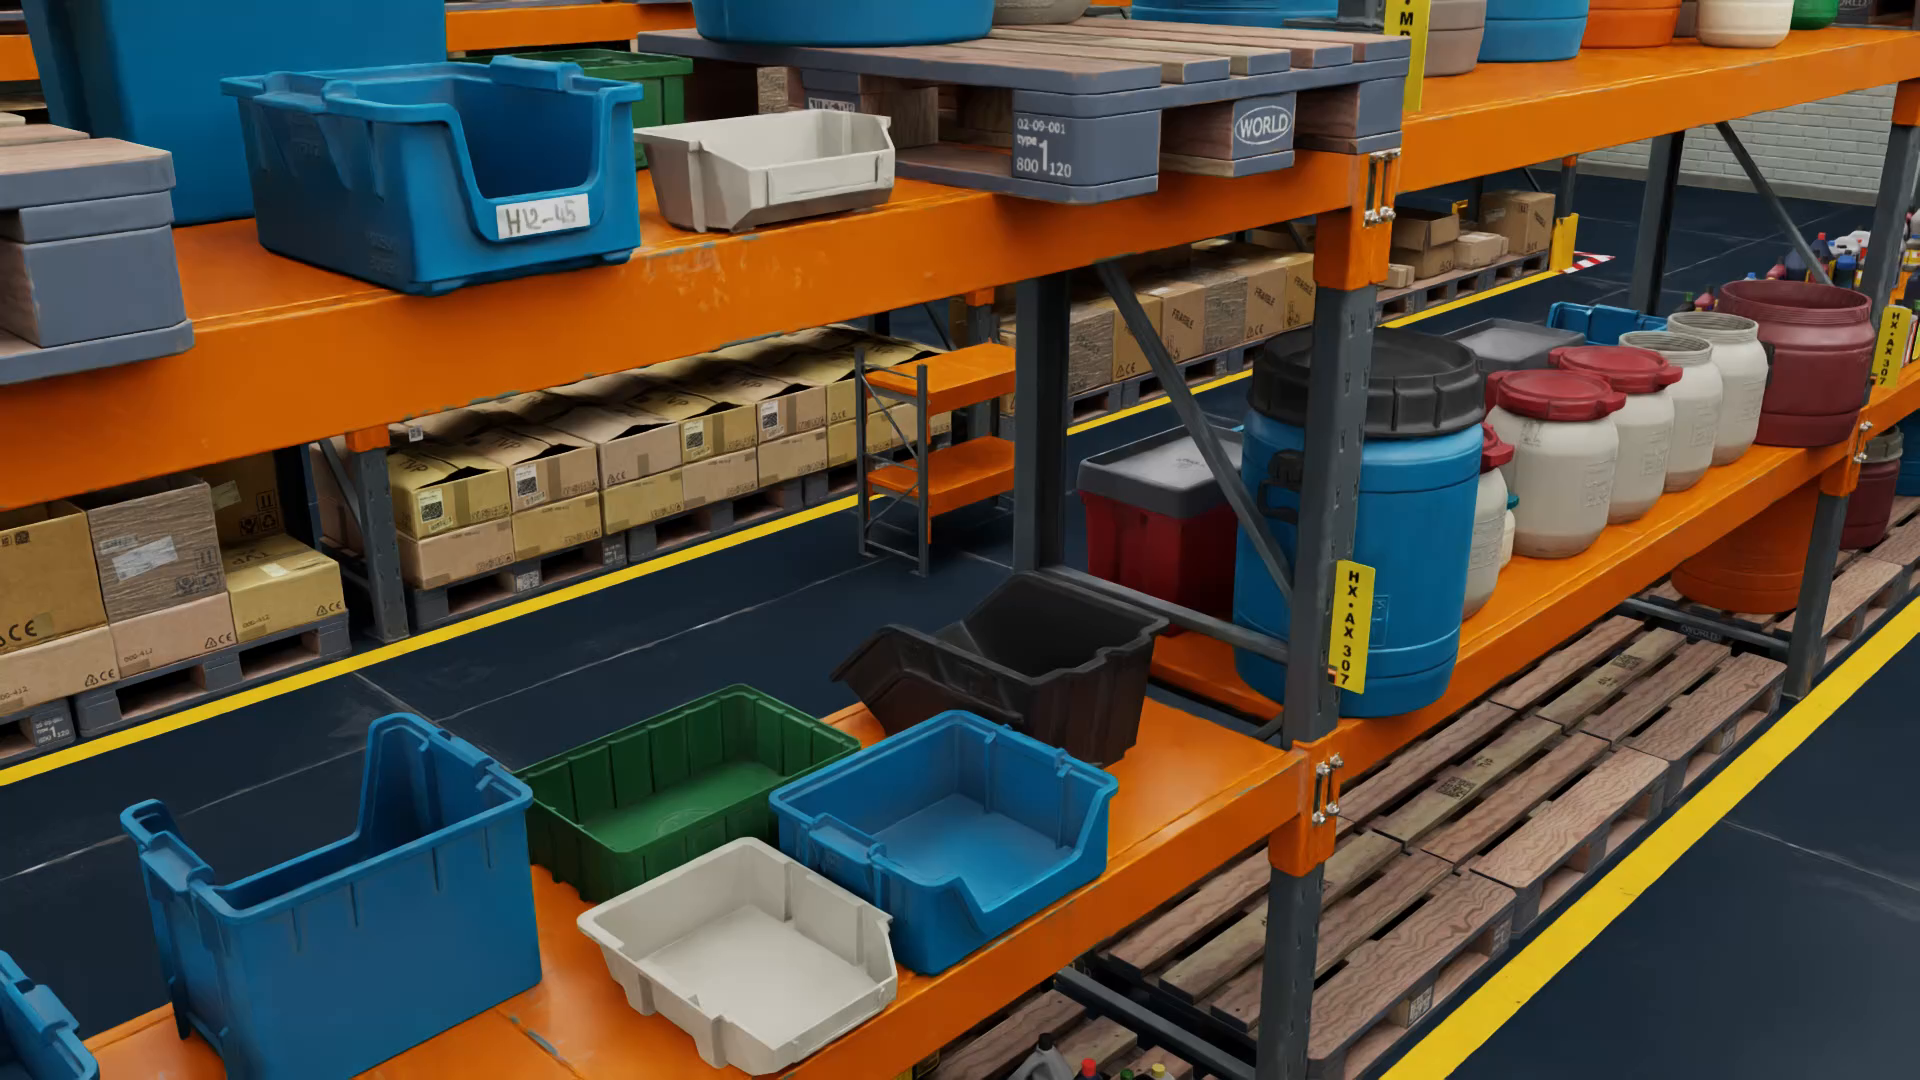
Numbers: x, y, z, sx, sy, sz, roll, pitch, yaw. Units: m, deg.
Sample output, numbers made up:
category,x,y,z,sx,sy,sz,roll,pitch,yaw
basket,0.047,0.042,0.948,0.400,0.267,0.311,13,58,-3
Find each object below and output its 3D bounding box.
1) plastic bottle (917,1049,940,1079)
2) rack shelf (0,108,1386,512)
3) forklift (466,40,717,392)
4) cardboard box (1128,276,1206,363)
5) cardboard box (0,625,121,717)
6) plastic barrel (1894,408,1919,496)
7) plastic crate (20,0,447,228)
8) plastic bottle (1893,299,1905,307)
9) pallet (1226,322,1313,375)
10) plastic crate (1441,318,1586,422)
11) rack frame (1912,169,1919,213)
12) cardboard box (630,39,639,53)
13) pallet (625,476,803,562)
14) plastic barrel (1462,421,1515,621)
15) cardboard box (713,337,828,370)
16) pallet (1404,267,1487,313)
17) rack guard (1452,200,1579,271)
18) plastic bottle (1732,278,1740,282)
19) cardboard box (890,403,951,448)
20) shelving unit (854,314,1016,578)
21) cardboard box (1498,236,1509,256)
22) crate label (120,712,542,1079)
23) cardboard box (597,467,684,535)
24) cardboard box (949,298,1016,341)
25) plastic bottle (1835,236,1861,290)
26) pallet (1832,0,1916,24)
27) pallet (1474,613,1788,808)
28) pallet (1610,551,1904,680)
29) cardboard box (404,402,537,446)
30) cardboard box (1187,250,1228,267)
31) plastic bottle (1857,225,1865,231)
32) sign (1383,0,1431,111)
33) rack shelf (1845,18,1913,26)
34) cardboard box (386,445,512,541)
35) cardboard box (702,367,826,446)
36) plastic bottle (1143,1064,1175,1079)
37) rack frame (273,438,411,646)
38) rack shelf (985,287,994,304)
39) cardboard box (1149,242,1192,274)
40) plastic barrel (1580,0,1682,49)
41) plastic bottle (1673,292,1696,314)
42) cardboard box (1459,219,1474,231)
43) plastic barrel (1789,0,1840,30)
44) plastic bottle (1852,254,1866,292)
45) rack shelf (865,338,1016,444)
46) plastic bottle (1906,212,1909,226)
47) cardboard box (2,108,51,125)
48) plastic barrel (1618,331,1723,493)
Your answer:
category,x,y,z,sx,sy,sz,roll,pitch,yaw
plastic bottle,-0.119,1.347,4.563,0.061,0.283,0.133,19,28,41
rack shelf,-0.849,-0.355,2.639,1.077,0.370,4.000,19,28,41
forklift,-2.998,-2.615,11.793,1.130,2.935,3.031,-17,27,-38
cardboard box,1.388,-1.557,11.815,0.500,0.500,0.500,18,27,39
cardboard box,-3.861,0.474,6.907,0.500,0.250,0.500,19,28,41
plastic barrel,5.241,-0.760,9.210,0.600,0.901,0.708,19,28,41
plastic crate,-1.130,-0.735,2.646,0.392,0.384,0.575,19,28,41
plastic bottle,4.250,-0.960,7.571,0.097,0.271,0.097,0,21,0
pallet,2.040,-1.582,12.895,1.003,0.211,1.213,19,28,41
plastic crate,1.990,-0.524,6.168,0.402,0.464,0.583,19,28,41
rack frame,6.127,-1.861,9.736,1.000,3.000,0.127,19,28,41
cardboard box,-2.886,-4.048,13.798,0.500,0.250,0.500,19,28,40
pallet,-1.663,-0.258,9.452,1.003,0.211,1.213,19,28,41
plastic barrel,1.371,-0.059,4.858,0.433,0.535,0.433,0,21,0
cardboard box,-1.146,-1.050,10.090,0.500,0.311,0.500,18,28,39
pallet,3.912,-2.291,14.742,1.003,0.211,1.213,19,28,41
rack guard,5.318,-2.944,16.036,1.175,0.500,0.348,19,28,41
plastic bottle,3.704,-1.118,7.982,0.097,0.271,0.097,0,21,0
cardboard box,-0.402,-0.790,10.196,0.500,0.250,0.500,-19,28,-41
shelving unit,0.005,-0.527,8.877,0.538,1.125,1.048,19,28,41
cardboard box,4.821,-2.730,15.332,0.380,0.166,0.250,19,28,41
crate label,-1.154,0.666,3.111,0.502,0.435,0.616,19,28,41
cardboard box,-1.824,-0.264,8.829,0.500,0.250,0.500,18,28,39
cardboard box,0.275,-1.411,11.436,0.500,0.500,0.500,-19,28,-40
plastic bottle,4.724,-1.482,8.922,0.152,0.276,0.135,19,28,41
pallet,3.940,-2.317,7.004,1.003,0.211,1.213,19,28,41
pallet,2.769,0.658,7.068,1.003,0.211,1.213,19,28,41
pallet,3.857,0.256,8.115,1.003,0.211,1.213,19,28,41
cardboard box,-2.564,-0.531,8.740,0.500,0.311,0.500,-19,28,-41
cardboard box,1.705,-1.937,12.804,0.500,0.500,0.500,-20,28,-41
plastic bottle,4.946,-1.591,9.195,0.061,0.283,0.133,19,28,41
sign,0.933,-1.068,3.480,0.100,0.325,0.005,19,28,41
rack shelf,4.732,-2.411,7.989,1.077,0.370,4.000,19,28,41
cardboard box,-2.533,-0.264,8.045,0.500,0.311,0.500,19,28,41
cardboard box,-1.111,-0.787,9.408,0.500,0.311,0.500,19,28,40
plastic bottle,0.517,1.467,4.363,0.097,0.201,0.097,0,21,0
rack frame,-3.000,-1.045,7.613,1.000,3.000,0.127,19,28,41
rack shelf,1.186,-2.252,11.755,1.077,0.370,4.000,19,28,41
cardboard box,1.371,-2.170,12.365,0.500,0.250,0.500,19,28,41
plastic barrel,2.152,-2.109,5.600,0.600,0.830,0.708,19,28,41
plastic bottle,3.313,-0.989,7.630,0.061,0.283,0.133,19,28,41
cardboard box,4.440,-2.855,15.540,0.500,0.250,0.500,19,28,41
plastic barrel,3.201,-2.084,6.352,0.294,0.245,0.294,0,21,0
plastic bottle,4.826,-1.421,8.867,0.097,0.201,0.097,0,21,0
rack shelf,0.005,-0.800,8.772,0.538,0.278,1.000,19,28,41
plastic bottle,5.473,-1.785,9.700,0.061,0.283,0.133,19,28,41
cardboard box,-3.657,-1.452,6.723,0.700,0.500,0.500,19,28,41
plastic barrel,2.478,-0.459,5.932,0.421,0.512,0.421,0,21,0
